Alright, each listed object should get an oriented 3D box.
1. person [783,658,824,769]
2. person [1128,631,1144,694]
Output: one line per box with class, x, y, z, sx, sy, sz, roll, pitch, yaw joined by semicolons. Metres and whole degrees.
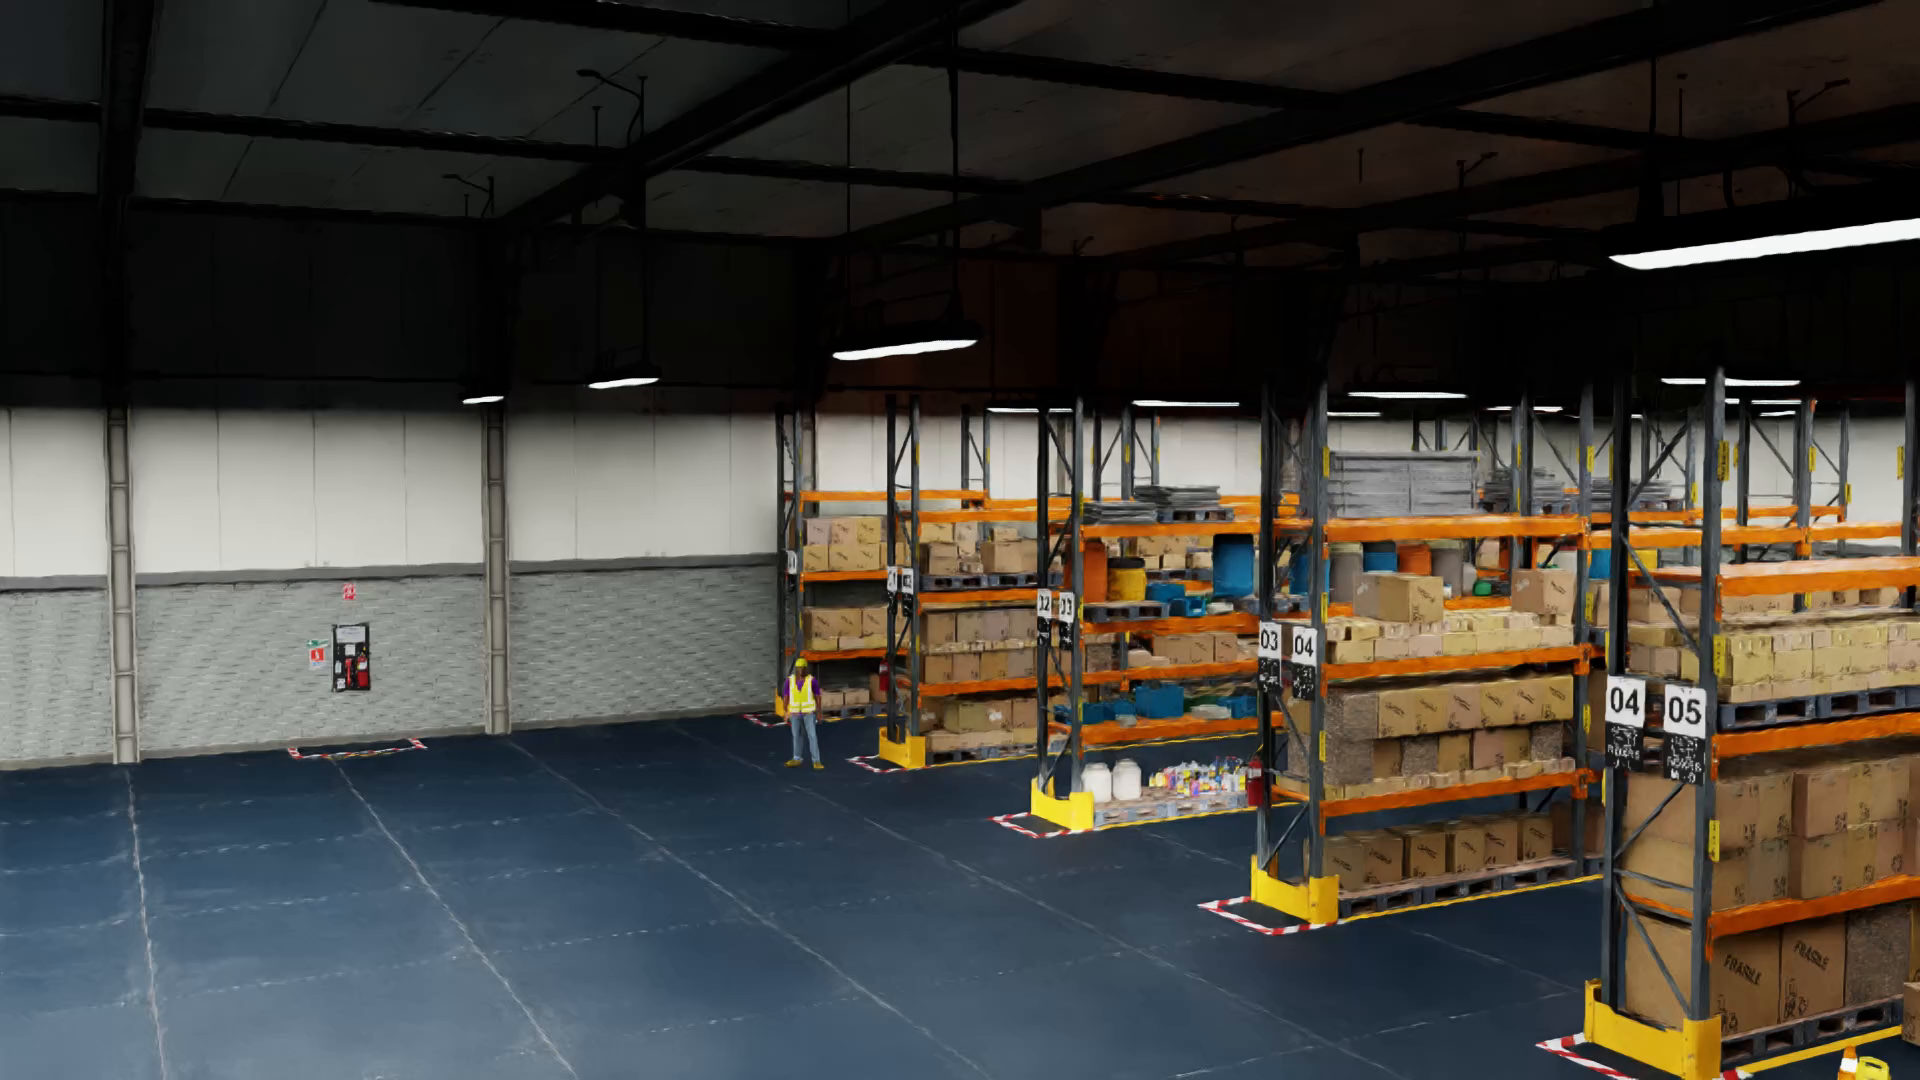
person;-2.495;2.764;26.612;0.723;1.758;0.532;0;3;6
person;3.306;2.476;31.516;0.504;1.788;0.638;2;4;32
